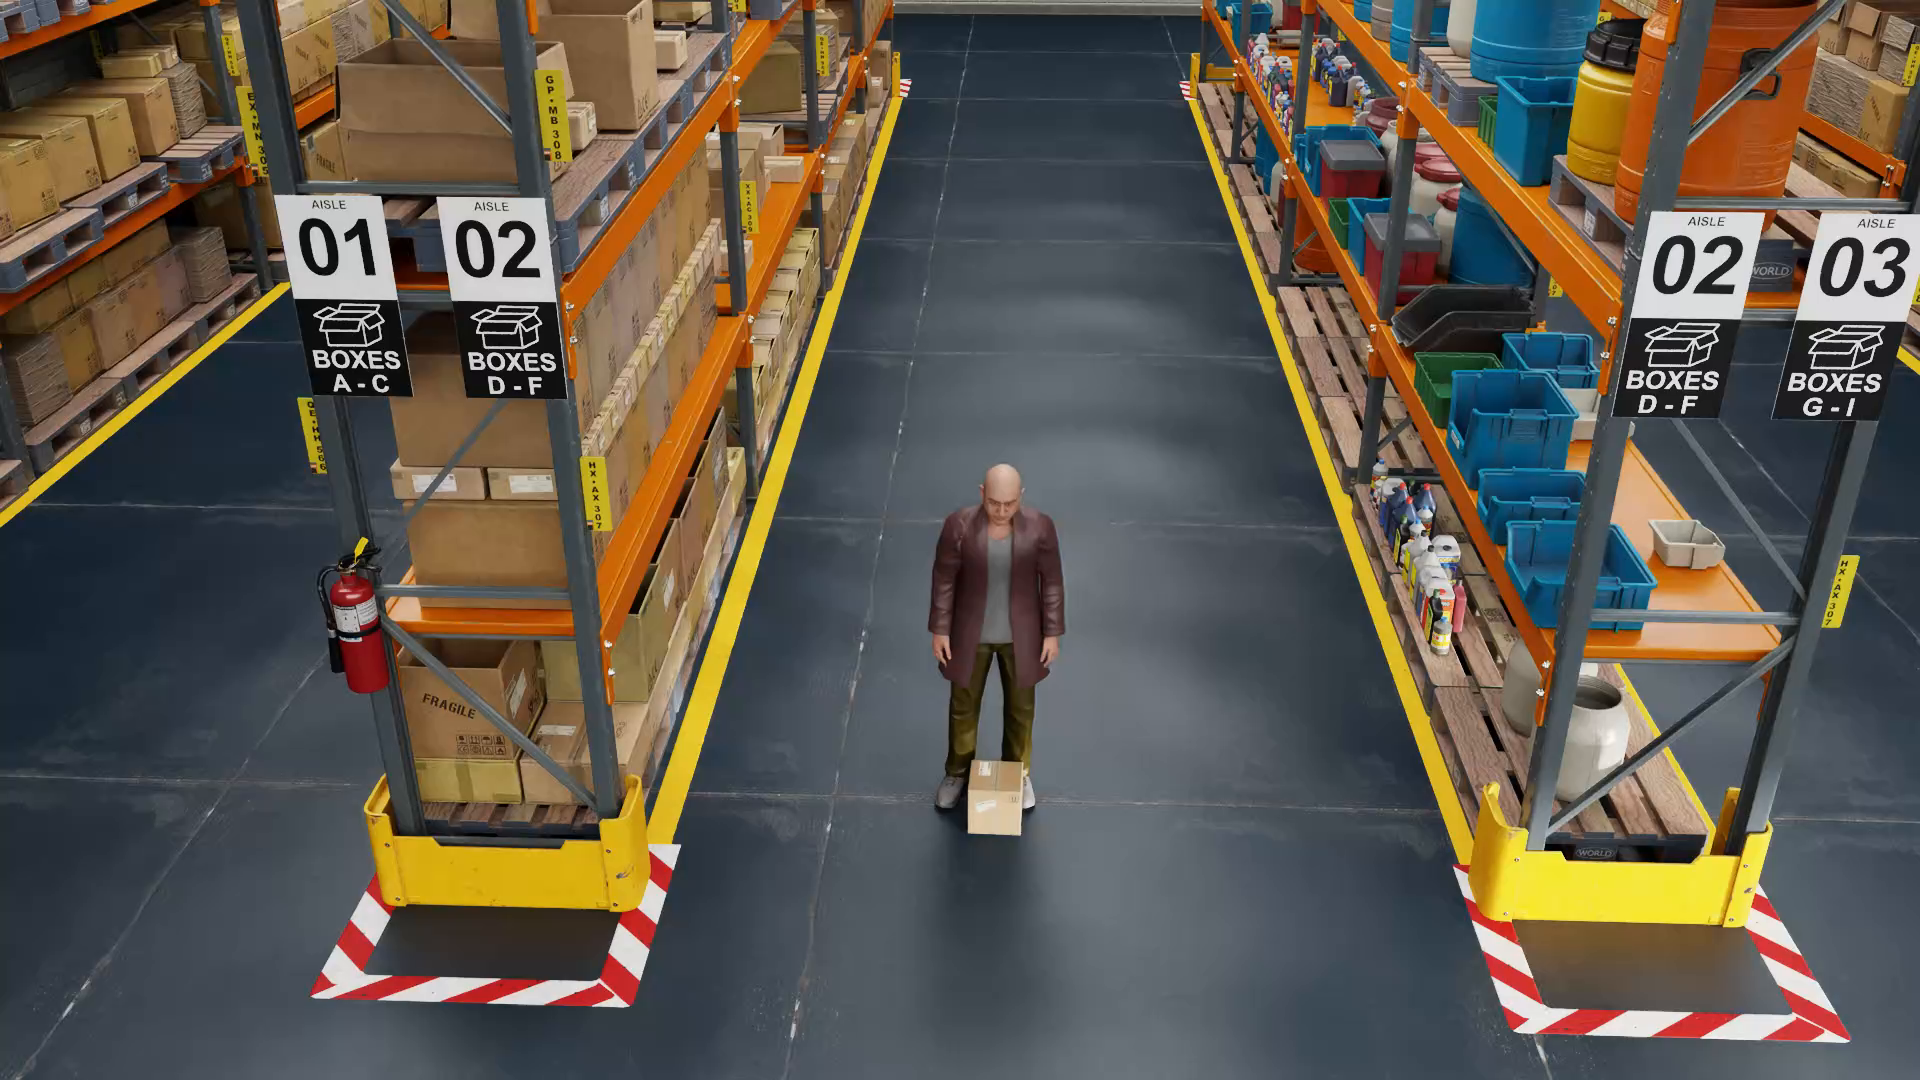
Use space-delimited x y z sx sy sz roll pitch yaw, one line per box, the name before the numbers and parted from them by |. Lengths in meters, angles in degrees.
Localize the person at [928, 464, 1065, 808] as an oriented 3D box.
person | 0.170 0.439 7.797 0.644 1.774 0.420 1 28 2
